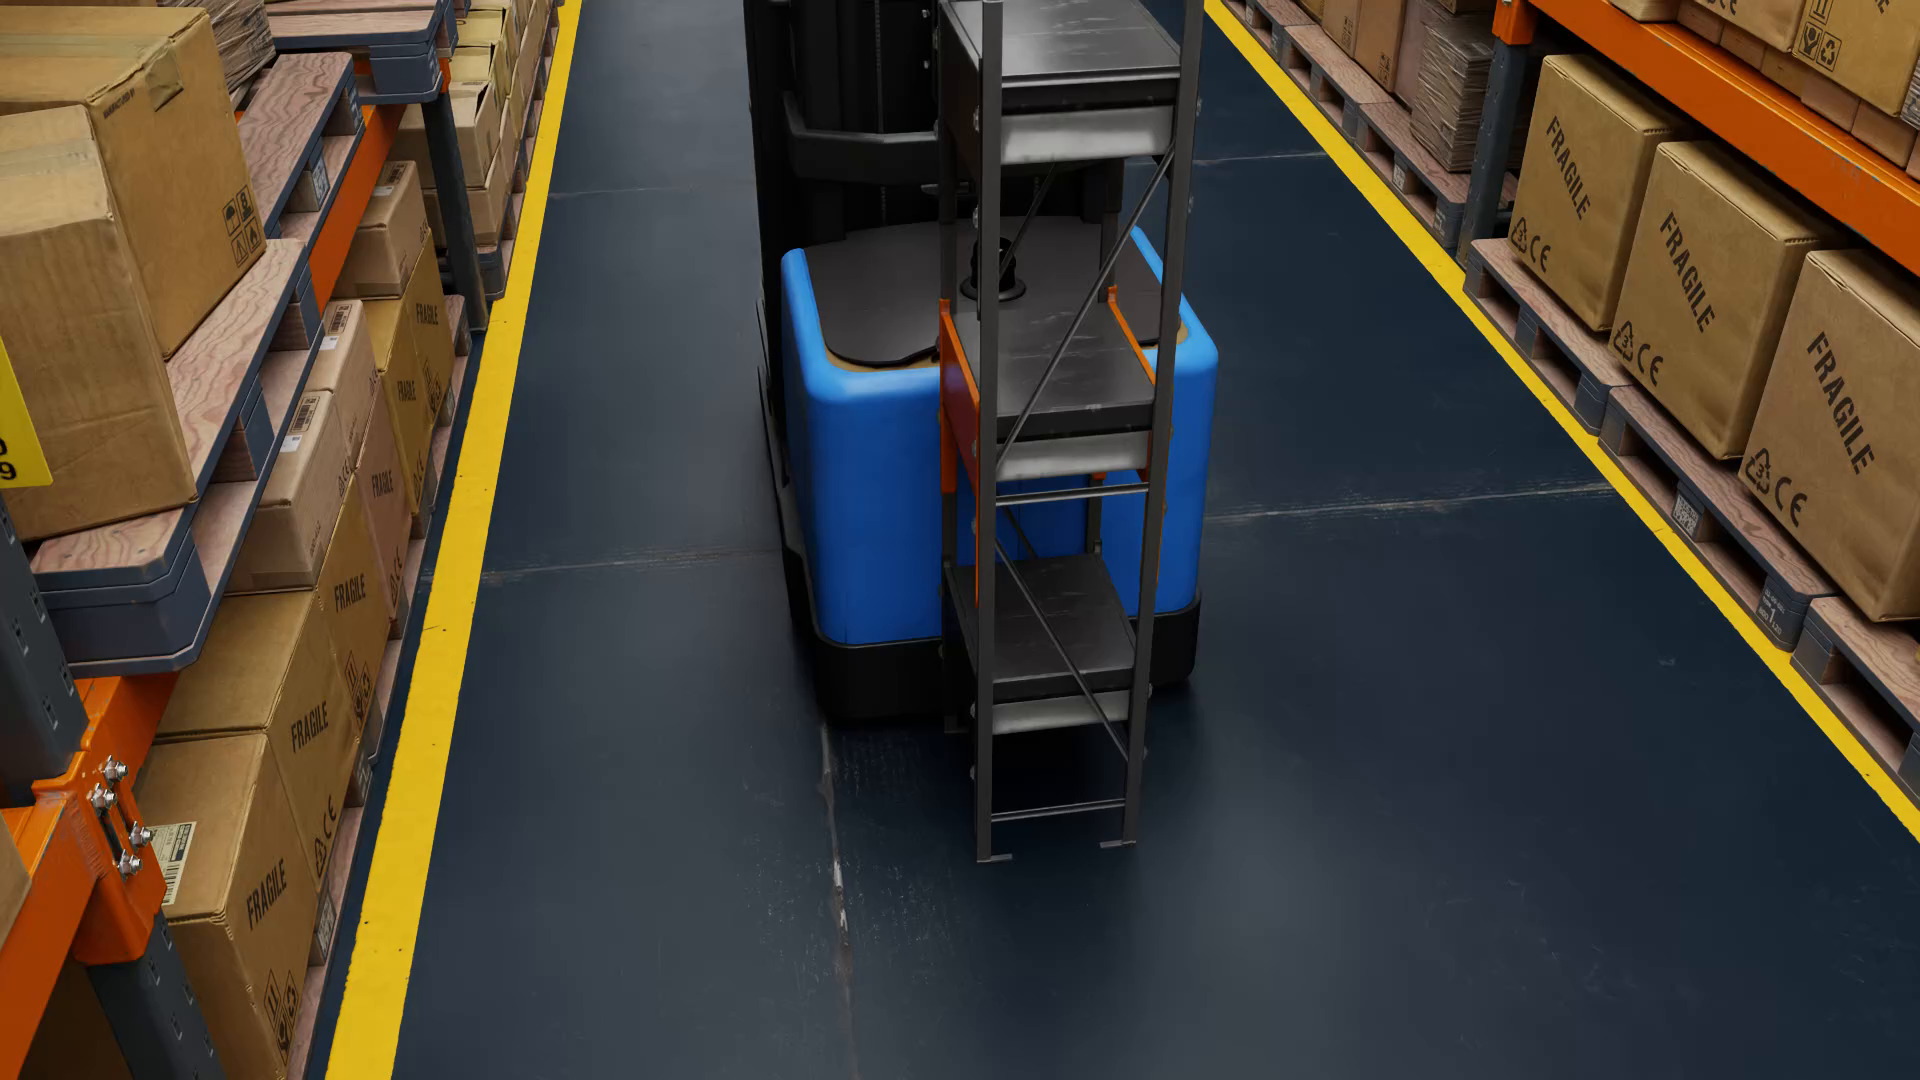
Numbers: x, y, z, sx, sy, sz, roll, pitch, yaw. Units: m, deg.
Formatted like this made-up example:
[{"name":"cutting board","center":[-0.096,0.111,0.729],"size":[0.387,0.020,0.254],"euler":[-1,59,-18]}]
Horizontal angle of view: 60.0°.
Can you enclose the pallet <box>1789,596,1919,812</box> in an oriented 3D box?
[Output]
[{"name":"pallet","center":[2.935,0.548,4.259],"size":[1.003,0.211,1.213],"euler":[-4,35,-6]}]

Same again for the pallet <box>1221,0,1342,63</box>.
[{"name":"pallet","center":[2.144,-3.057,9.549],"size":[1.003,0.211,1.213],"euler":[-4,35,-6]}]

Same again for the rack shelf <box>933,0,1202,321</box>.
[{"name":"rack shelf","center":[0.196,-0.795,3.334],"size":[0.431,0.518,0.480],"euler":[-6,35,-8]}]

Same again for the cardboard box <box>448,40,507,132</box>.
[{"name":"cardboard box","center":[-2.191,-1.911,6.961],"size":[0.500,0.311,0.500],"euler":[-5,35,-8]}]

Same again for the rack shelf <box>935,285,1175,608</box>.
[{"name":"rack shelf","center":[0.196,-0.217,3.728],"size":[0.431,0.518,0.480],"euler":[-6,35,-8]}]

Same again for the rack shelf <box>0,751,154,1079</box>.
[{"name":"rack shelf","center":[-1.526,1.611,0.861],"size":[1.077,0.370,4.000],"euler":[-4,35,-6]}]

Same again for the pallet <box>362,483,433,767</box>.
[{"name":"pallet","center":[-2.109,0.217,4.745],"size":[1.003,0.211,1.213],"euler":[-4,35,-6]}]

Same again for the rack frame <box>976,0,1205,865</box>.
[{"name":"rack frame","center":[0.237,-0.093,3.522],"size":[0.400,2.100,0.015],"euler":[-6,35,-8]}]

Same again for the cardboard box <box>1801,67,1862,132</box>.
[{"name":"cardboard box","center":[2.607,-1.260,4.640],"size":[0.380,0.149,0.250],"euler":[-4,34,-6]}]

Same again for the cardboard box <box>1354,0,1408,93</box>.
[{"name":"cardboard box","center":[2.378,-2.530,8.128],"size":[0.700,0.500,0.500],"euler":[-5,35,-7]}]

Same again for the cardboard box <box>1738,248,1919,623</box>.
[{"name":"cardboard box","center":[2.775,-0.314,4.582],"size":[0.750,0.750,0.750],"euler":[-3,34,-5]}]

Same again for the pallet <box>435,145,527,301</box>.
[{"name":"pallet","center":[-2.405,-1.345,7.036],"size":[1.003,0.211,1.213],"euler":[-4,35,-6]}]

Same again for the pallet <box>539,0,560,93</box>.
[{"name":"pallet","center":[-2.733,-2.706,9.033],"size":[1.003,0.211,1.213],"euler":[-4,35,-6]}]

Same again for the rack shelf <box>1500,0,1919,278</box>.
[{"name":"rack shelf","center":[2.844,-0.998,4.690],"size":[1.077,0.370,4.000],"euler":[-4,35,-6]}]

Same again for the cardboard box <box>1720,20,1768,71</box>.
[{"name":"cardboard box","center":[2.567,-1.544,5.057],"size":[0.380,0.149,0.250],"euler":[-4,34,-5]}]

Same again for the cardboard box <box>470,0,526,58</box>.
[{"name":"cardboard box","center":[-2.327,-2.482,7.799],"size":[0.500,0.311,0.500],"euler":[-5,35,-7]}]

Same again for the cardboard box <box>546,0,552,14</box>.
[{"name":"cardboard box","center":[-2.528,-3.094,9.196],"size":[0.500,0.250,0.500],"euler":[-5,35,-7]}]

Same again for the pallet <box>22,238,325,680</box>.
[{"name":"pallet","center":[-1.794,-0.177,3.017],"size":[1.003,0.211,1.213],"euler":[-4,35,-6]}]

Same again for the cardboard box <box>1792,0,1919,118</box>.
[{"name":"cardboard box","center":[2.592,-1.434,4.320],"size":[0.500,0.500,0.500],"euler":[-3,34,-5]}]

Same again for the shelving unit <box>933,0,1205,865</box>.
[{"name":"shelving unit","center":[0.196,-0.228,3.720],"size":[0.431,2.100,0.503],"euler":[-6,35,-8]}]

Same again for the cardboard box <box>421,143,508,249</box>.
[{"name":"cardboard box","center":[-2.112,-1.386,6.689],"size":[0.500,0.250,0.500],"euler":[-4,35,-7]}]

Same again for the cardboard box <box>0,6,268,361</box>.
[{"name":"cardboard box","center":[-1.792,-0.677,3.119],"size":[0.700,0.500,0.500],"euler":[1,34,1]}]

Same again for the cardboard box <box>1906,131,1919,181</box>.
[{"name":"cardboard box","center":[2.660,-0.964,4.206],"size":[0.380,0.149,0.250],"euler":[-5,35,-8]}]

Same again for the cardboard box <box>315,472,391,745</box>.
[{"name":"cardboard box","center":[-1.761,0.184,4.145],"size":[0.500,0.500,0.500],"euler":[-4,34,-6]}]

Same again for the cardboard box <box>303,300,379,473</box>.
[{"name":"cardboard box","center":[-1.821,-0.387,4.318],"size":[0.500,0.250,0.500],"euler":[-5,35,-7]}]

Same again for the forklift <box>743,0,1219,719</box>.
[{"name":"forklift","center":[-0.105,-1.557,4.931],"size":[1.130,2.935,3.031],"euler":[-6,35,-8]}]

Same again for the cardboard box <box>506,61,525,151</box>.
[{"name":"cardboard box","center":[-2.256,-1.956,7.526],"size":[0.500,0.250,0.500],"euler":[-5,35,-8]}]

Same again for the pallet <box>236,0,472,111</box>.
[{"name":"pallet","center":[-2.172,-1.582,5.079],"size":[1.213,0.211,1.003],"euler":[-4,35,-6]}]

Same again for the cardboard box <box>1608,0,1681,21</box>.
[{"name":"cardboard box","center":[2.367,-1.819,5.461],"size":[0.380,0.149,0.250],"euler":[-3,34,-5]}]

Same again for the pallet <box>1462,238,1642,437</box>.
[{"name":"pallet","center":[2.607,-0.814,6.257],"size":[1.003,0.211,1.213],"euler":[-4,35,-6]}]

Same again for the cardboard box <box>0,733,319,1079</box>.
[{"name":"cardboard box","center":[-1.618,0.760,3.300],"size":[0.500,0.500,0.500],"euler":[-6,35,-9]}]

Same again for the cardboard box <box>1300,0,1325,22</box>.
[{"name":"cardboard box","center":[2.272,-3.099,8.962],"size":[0.700,0.500,0.500],"euler":[-5,35,-7]}]

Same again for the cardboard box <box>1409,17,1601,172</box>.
[{"name":"cardboard box","center":[2.427,-1.958,7.289],"size":[0.700,0.500,0.500],"euler":[-4,34,-6]}]

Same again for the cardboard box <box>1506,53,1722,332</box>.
[{"name":"cardboard box","center":[2.544,-1.277,5.996],"size":[0.750,0.750,0.750],"euler":[-5,35,-7]}]

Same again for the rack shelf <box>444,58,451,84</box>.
[{"name":"rack shelf","center":[-2.602,-2.853,7.412],"size":[1.077,0.370,4.000],"euler":[-4,35,-6]}]

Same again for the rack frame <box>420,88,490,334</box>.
[{"name":"rack frame","center":[-2.333,-2.035,5.572],"size":[1.000,3.000,0.127],"euler":[-4,35,-6]}]

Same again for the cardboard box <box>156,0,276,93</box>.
[{"name":"cardboard box","center":[-2.203,-1.382,4.152],"size":[0.700,0.500,0.500],"euler":[2,34,3]}]

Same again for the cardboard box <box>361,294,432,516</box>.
[{"name":"cardboard box","center":[-1.905,-0.390,4.988],"size":[0.500,0.500,0.500],"euler":[-6,35,-8]}]

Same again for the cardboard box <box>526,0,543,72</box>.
[{"name":"cardboard box","center":[-2.392,-2.527,8.363],"size":[0.500,0.250,0.500],"euler":[-4,34,-5]}]
